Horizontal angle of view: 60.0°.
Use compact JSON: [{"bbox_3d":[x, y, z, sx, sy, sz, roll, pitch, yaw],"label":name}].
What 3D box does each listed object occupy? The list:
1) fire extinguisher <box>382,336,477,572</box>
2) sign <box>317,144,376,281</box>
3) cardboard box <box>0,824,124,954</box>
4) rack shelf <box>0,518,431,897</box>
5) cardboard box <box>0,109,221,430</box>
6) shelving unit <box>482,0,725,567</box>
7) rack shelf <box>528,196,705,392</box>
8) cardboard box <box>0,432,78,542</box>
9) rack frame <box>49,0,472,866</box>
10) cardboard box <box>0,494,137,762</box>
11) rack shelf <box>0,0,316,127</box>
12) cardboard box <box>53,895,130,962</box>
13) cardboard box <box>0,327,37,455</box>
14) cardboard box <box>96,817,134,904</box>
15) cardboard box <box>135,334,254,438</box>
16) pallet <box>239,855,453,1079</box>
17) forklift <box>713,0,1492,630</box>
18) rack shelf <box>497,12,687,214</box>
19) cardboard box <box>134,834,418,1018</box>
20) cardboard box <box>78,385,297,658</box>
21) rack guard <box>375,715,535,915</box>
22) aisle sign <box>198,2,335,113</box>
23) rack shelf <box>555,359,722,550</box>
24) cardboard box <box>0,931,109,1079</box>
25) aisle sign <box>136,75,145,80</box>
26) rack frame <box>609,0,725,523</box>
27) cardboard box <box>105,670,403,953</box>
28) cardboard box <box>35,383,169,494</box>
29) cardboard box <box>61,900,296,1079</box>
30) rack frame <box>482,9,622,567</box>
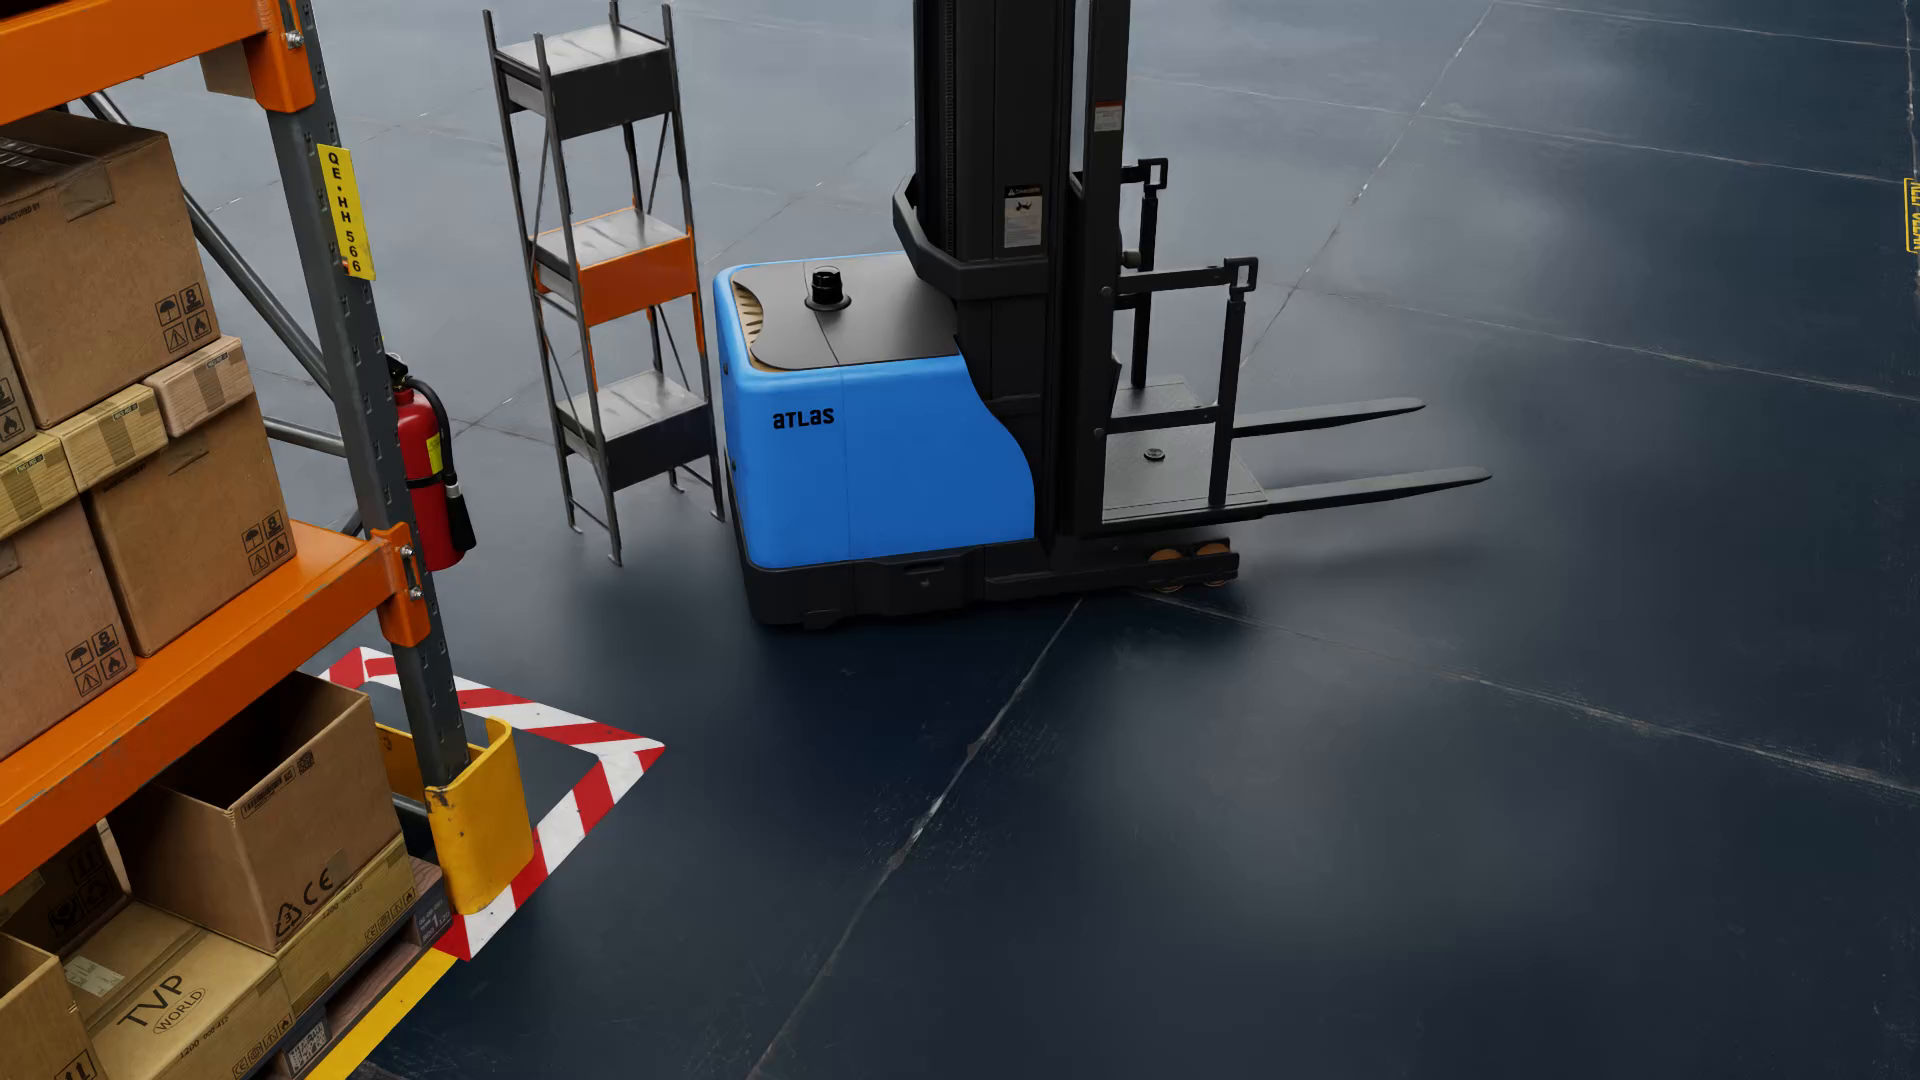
[{"bbox_3d":[-1.461,-0.237,4.446,0.296,0.674,0.183,14,36,20],"label":"fire extinguisher"},{"bbox_3d":[-1.445,-0.769,3.915,0.100,0.325,0.005,14,36,20],"label":"sign"},{"bbox_3d":[-2.566,0.809,4.221,0.500,0.500,0.500,14,36,20],"label":"cardboard box"},{"bbox_3d":[-2.769,0.980,3.176,1.077,0.370,4.000,14,36,20],"label":"rack shelf"},{"bbox_3d":[-2.161,-0.645,3.724,0.700,0.500,0.500,14,36,21],"label":"cardboard box"},{"bbox_3d":[-1.301,-0.946,6.270,0.503,2.100,0.431,-26,41,-33],"label":"shelving unit"},{"bbox_3d":[-1.301,-0.935,6.277,0.480,0.518,0.431,-26,41,-33],"label":"rack shelf"},{"bbox_3d":[-2.134,-0.138,3.542,0.380,0.149,0.250,14,36,20],"label":"cardboard box"},{"bbox_3d":[-1.932,-0.317,4.498,1.000,3.000,0.127,14,36,20],"label":"rack frame"},{"bbox_3d":[-2.355,0.134,3.720,0.700,0.500,0.500,15,36,22],"label":"cardboard box"},{"bbox_3d":[-2.769,-0.274,2.353,1.077,0.370,4.000,14,36,20],"label":"rack shelf"},{"bbox_3d":[-2.565,1.123,4.426,0.500,0.250,0.500,14,36,20],"label":"cardboard box"},{"bbox_3d":[-2.376,-0.382,3.323,0.700,0.500,0.500,13,36,19],"label":"cardboard box"},{"bbox_3d":[-2.359,0.873,4.807,0.500,0.250,0.500,14,36,20],"label":"cardboard box"},{"bbox_3d":[-1.919,-0.396,3.935,0.380,0.149,0.250,14,36,20],"label":"cardboard box"},{"bbox_3d":[-2.214,1.240,4.667,1.003,0.211,1.213,14,36,20],"label":"pallet"},{"bbox_3d":[0.609,-1.299,6.058,3.031,2.935,1.130,-7,34,-10],"label":"forklift"},{"bbox_3d":[-1.310,-1.520,5.894,0.480,0.518,0.431,-26,41,-33],"label":"rack shelf"},{"bbox_3d":[-1.888,0.992,4.626,0.500,0.250,0.500,14,36,20],"label":"cardboard box"},{"bbox_3d":[-2.139,-0.129,4.120,0.700,0.500,0.500,14,36,20],"label":"cardboard box"},{"bbox_3d":[-1.922,0.717,5.201,1.175,0.500,0.348,14,36,20],"label":"rack guard"},{"bbox_3d":[-1.638,-1.369,3.732,0.394,0.787,0.004,14,36,20],"label":"aisle sign"},{"bbox_3d":[-1.292,-0.349,6.661,0.480,0.518,0.431,-26,41,-33],"label":"rack shelf"},{"bbox_3d":[-2.291,1.181,3.655,0.500,0.500,0.500,14,36,20],"label":"cardboard box"},{"bbox_3d":[-2.183,-1.507,3.942,0.394,0.787,0.004,14,36,20],"label":"aisle sign"},{"bbox_3d":[-1.116,-1.035,6.401,0.015,2.100,0.400,-26,41,-33],"label":"rack frame"},{"bbox_3d":[-1.886,0.679,4.419,0.500,0.500,0.500,14,36,20],"label":"cardboard box"},{"bbox_3d":[-2.027,-0.265,3.736,0.380,0.149,0.250,15,36,22],"label":"cardboard box"},{"bbox_3d":[-2.087,1.244,4.242,0.500,0.250,0.500,14,36,20],"label":"cardboard box"},{"bbox_3d":[-1.487,-0.857,6.139,0.015,2.100,0.400,-26,41,-33],"label":"rack frame"}]
